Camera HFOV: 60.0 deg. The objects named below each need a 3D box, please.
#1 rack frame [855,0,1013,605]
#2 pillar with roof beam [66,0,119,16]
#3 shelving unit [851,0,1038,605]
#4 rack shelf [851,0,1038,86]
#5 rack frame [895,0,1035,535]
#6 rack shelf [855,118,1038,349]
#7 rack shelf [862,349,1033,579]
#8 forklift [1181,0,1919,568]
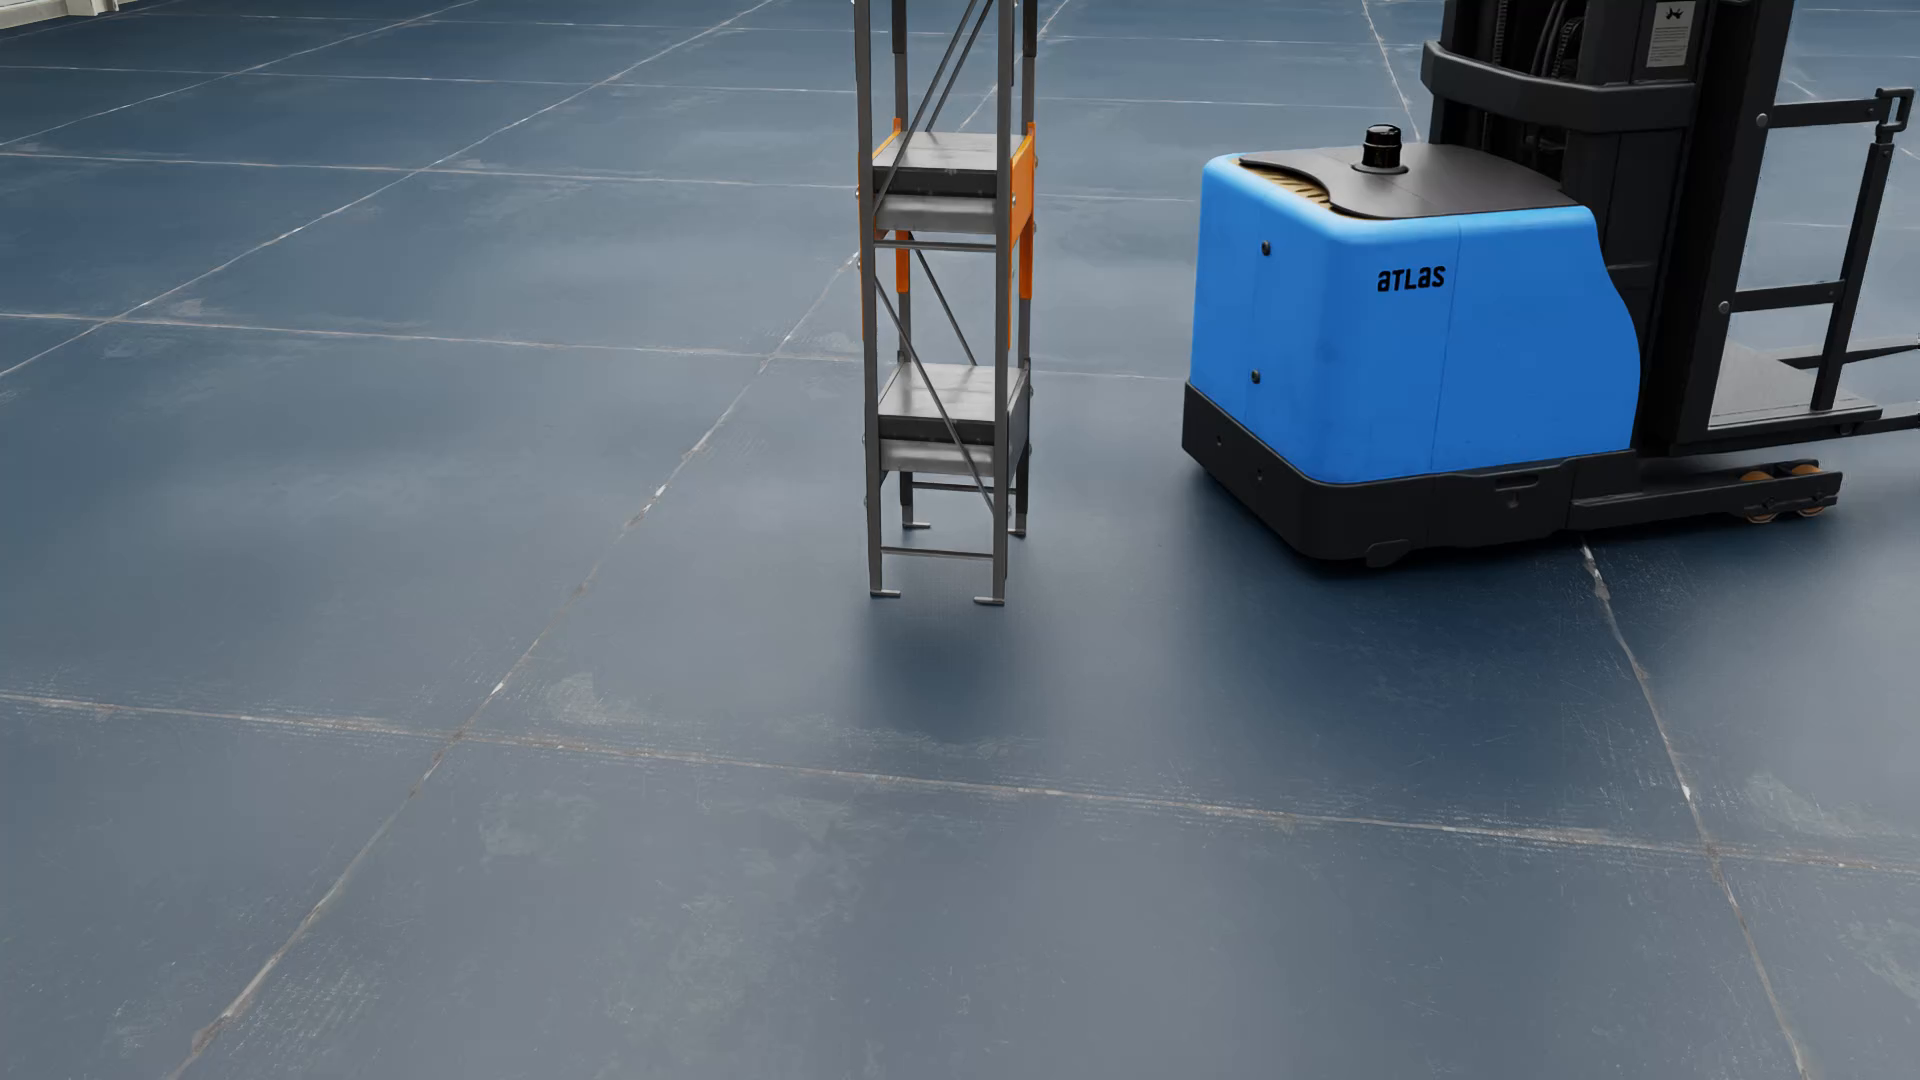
[{"bbox_3d":[-0.067,-0.780,4.439,0.400,2.100,0.015,4,25,9],"label":"rack frame"},{"bbox_3d":[-4.248,-8.944,13.743,9.100,9.000,0.400,4,25,9],"label":"pillar with roof beam"},{"bbox_3d":[-0.027,-0.882,4.657,0.431,2.100,0.503,4,25,9],"label":"shelving unit"},{"bbox_3d":[-0.027,-1.503,4.366,0.431,0.518,0.480,4,25,9],"label":"rack shelf"},{"bbox_3d":[0.013,-0.984,4.875,0.400,2.100,0.015,4,25,9],"label":"rack frame"},{"bbox_3d":[-0.027,-0.869,4.663,0.431,0.518,0.480,4,25,9],"label":"rack shelf"},{"bbox_3d":[-0.027,-0.235,4.959,0.431,0.518,0.480,4,25,9],"label":"rack shelf"},{"bbox_3d":[2.344,-1.586,5.182,3.031,2.935,1.130,-7,26,-15],"label":"forklift"}]
